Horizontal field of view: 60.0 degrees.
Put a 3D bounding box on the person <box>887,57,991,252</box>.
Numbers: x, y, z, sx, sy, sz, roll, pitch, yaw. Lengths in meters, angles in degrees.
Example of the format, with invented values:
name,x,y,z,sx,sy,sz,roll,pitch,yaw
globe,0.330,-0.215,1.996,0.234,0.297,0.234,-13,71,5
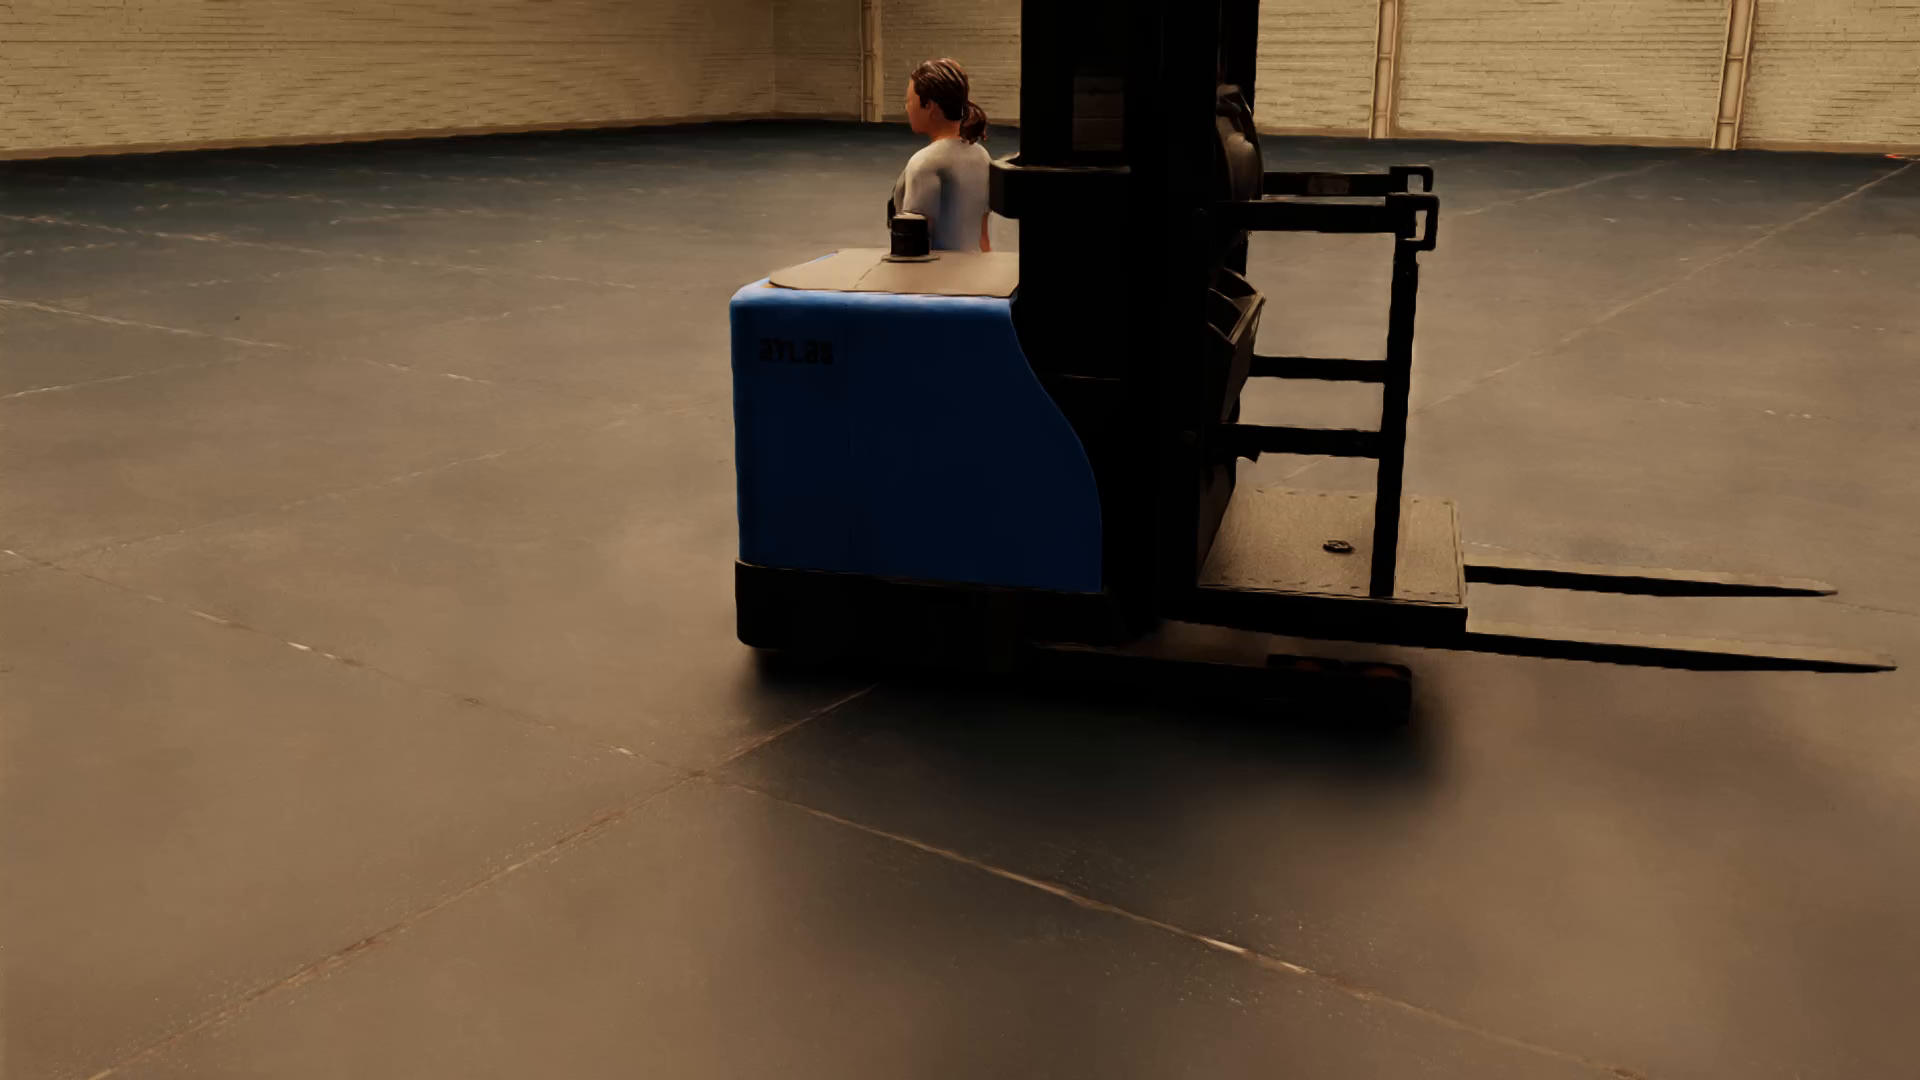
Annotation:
name,x,y,z,sx,sy,sz,roll,pitch,yaw
person,-0.068,-0.797,5.738,0.398,1.668,0.545,10,19,29

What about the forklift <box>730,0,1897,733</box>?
name,x,y,z,sx,sy,sz,roll,pitch,yaw
forklift,0.937,-1.075,4.429,3.031,2.935,1.130,4,17,14
